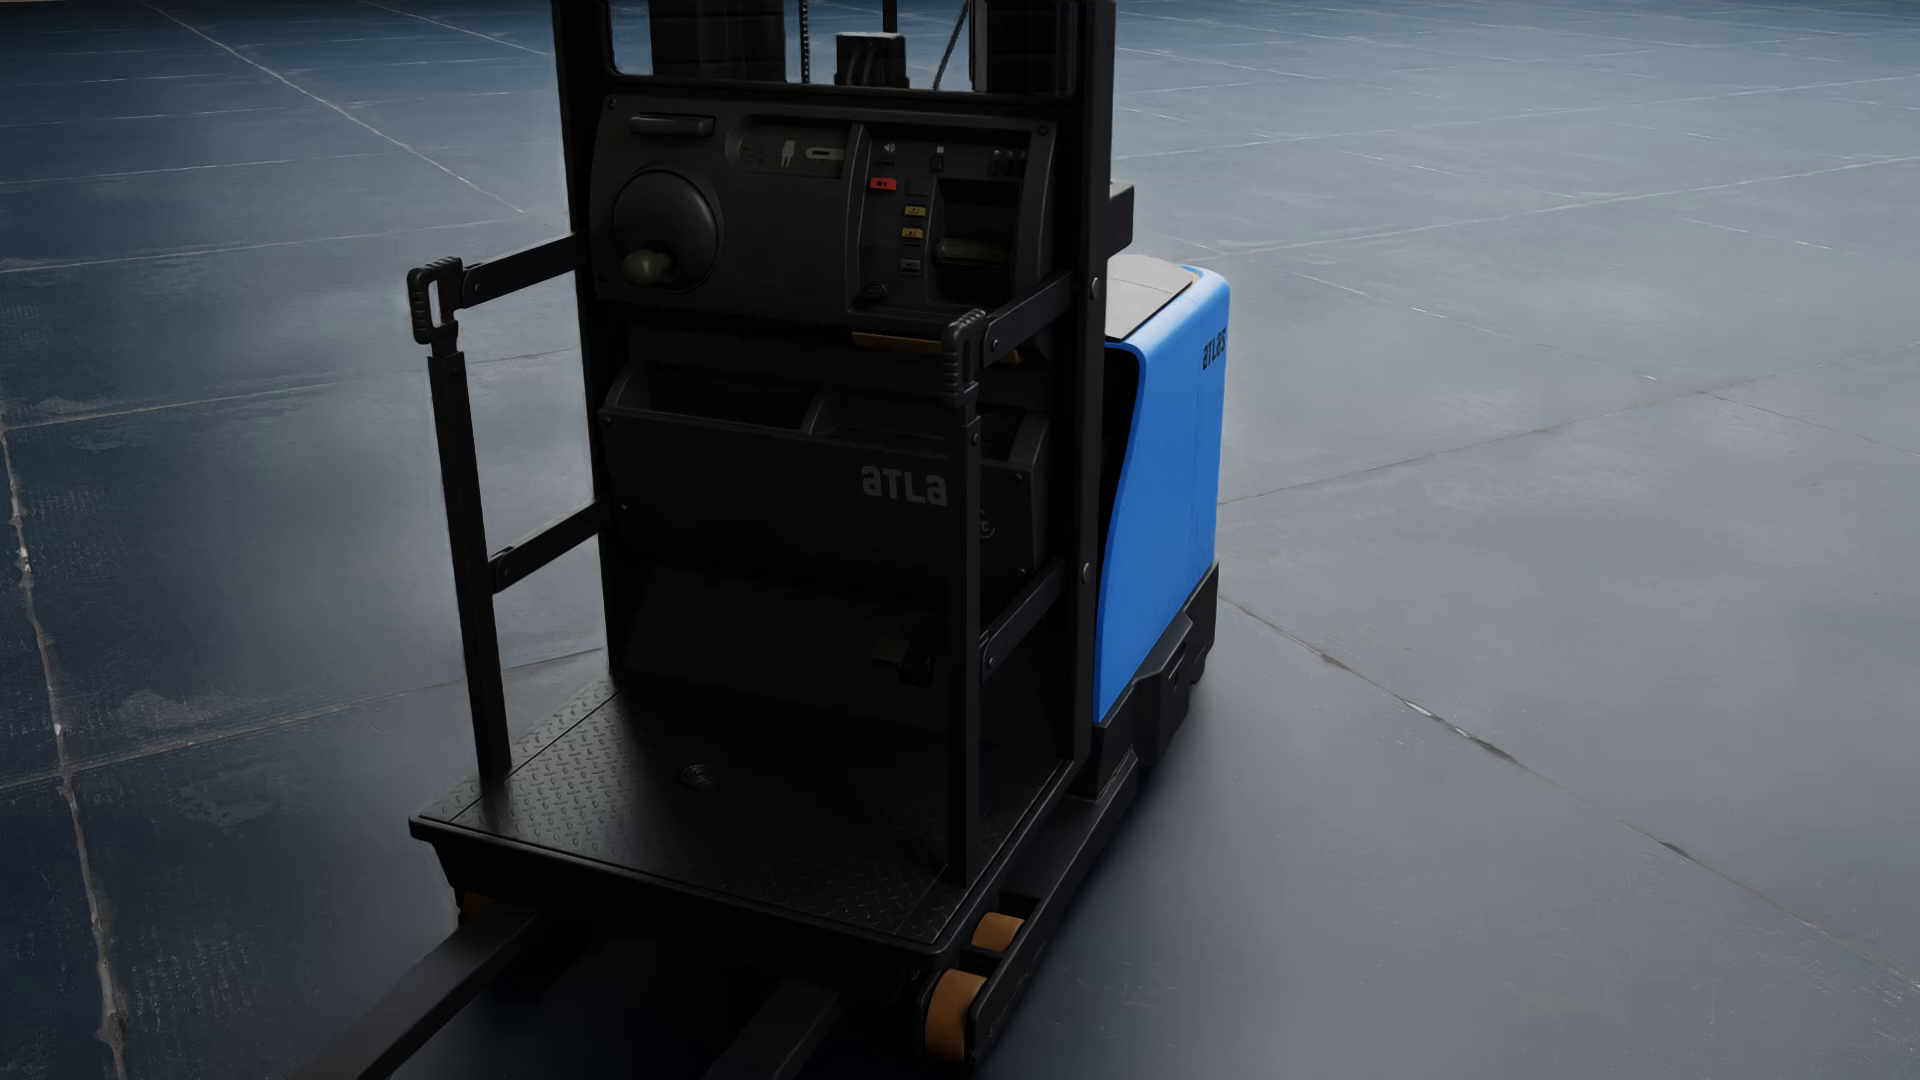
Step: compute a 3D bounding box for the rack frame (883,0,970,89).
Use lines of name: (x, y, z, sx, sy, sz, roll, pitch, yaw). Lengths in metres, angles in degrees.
rack frame: (-0.040, -0.998, 4.979, 0.400, 2.100, 0.015, -13, 25, -28)

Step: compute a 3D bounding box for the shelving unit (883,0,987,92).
shelving unit: (0.085, -0.919, 4.784, 0.431, 2.100, 0.503, -13, 25, -28)

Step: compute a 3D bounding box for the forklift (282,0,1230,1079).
forklift: (-0.351, -0.595, 2.884, 1.130, 2.935, 3.031, 9, 24, 21)

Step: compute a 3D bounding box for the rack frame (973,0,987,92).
rack frame: (0.209, -0.840, 4.590, 0.400, 2.100, 0.015, -13, 25, -28)

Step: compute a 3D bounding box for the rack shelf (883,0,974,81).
rack shelf: (0.085, -1.555, 4.526, 0.431, 0.518, 0.480, -13, 25, -28)
